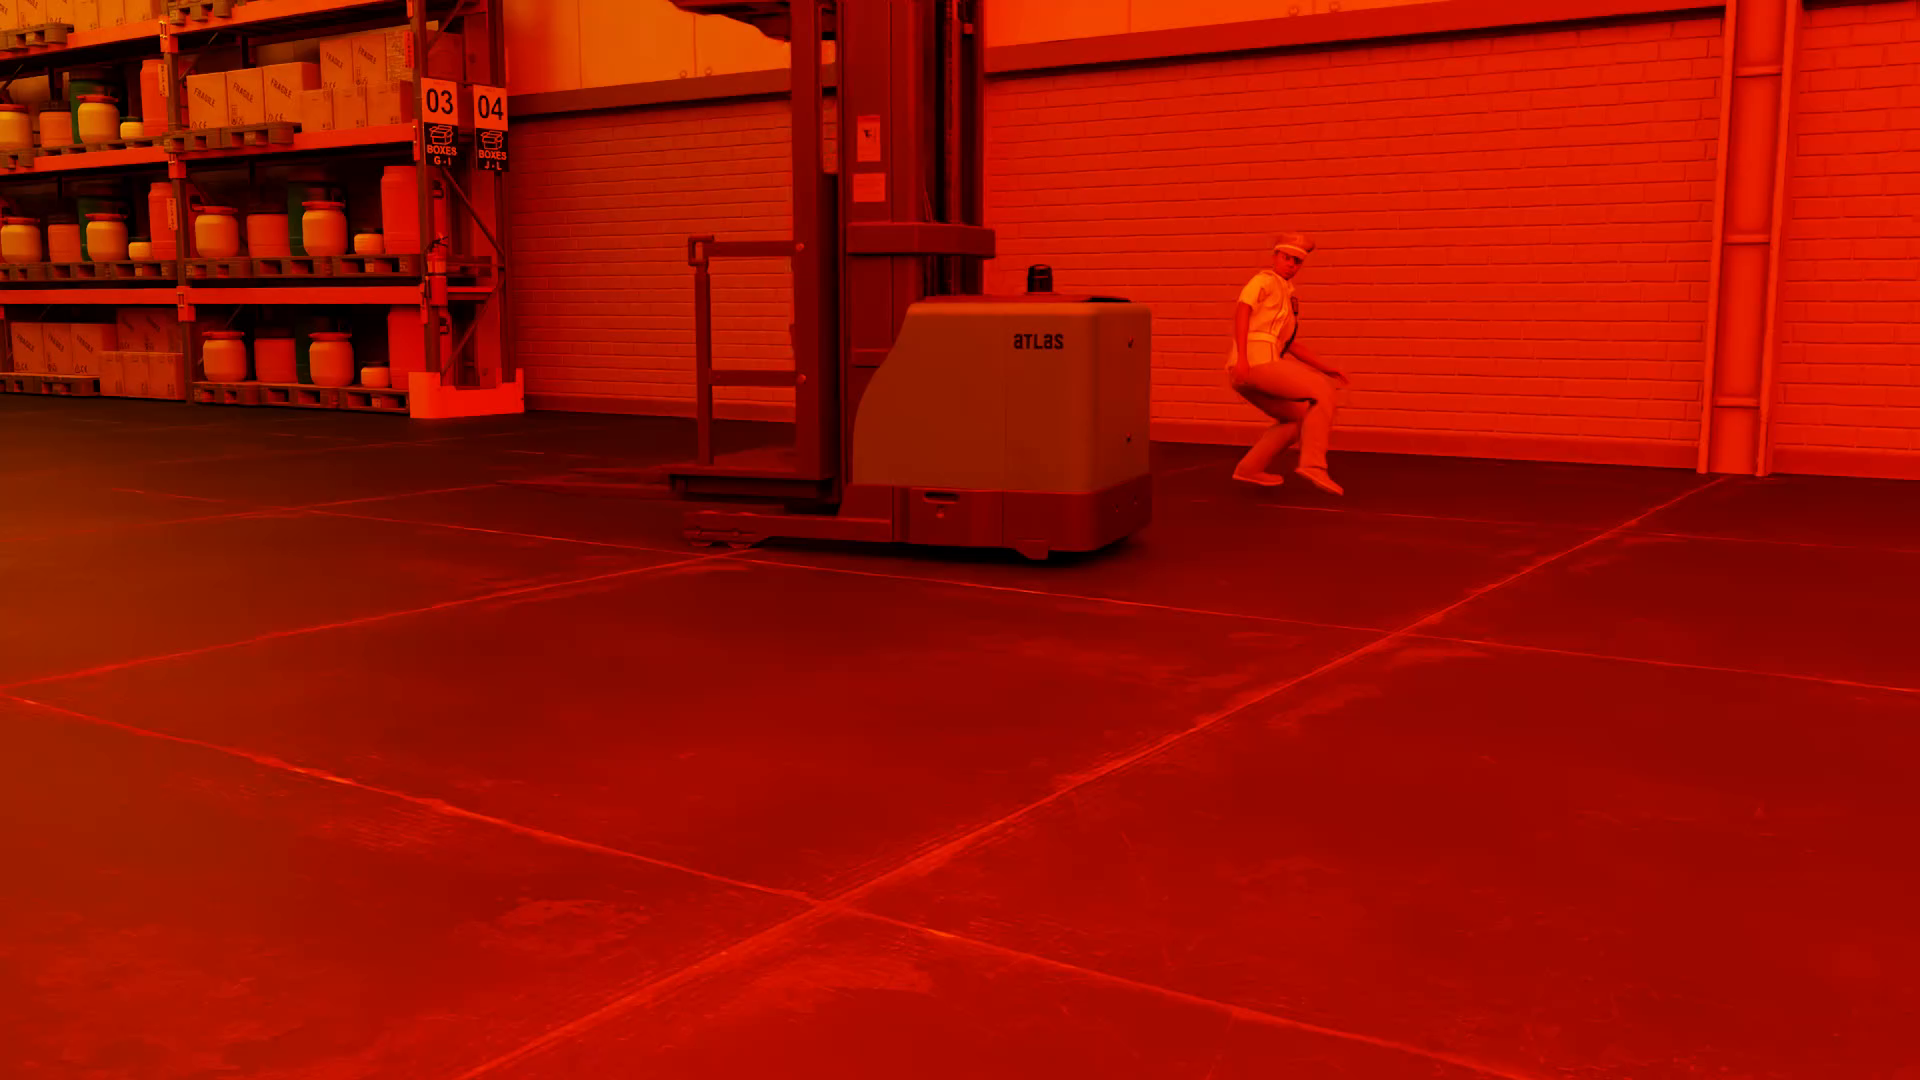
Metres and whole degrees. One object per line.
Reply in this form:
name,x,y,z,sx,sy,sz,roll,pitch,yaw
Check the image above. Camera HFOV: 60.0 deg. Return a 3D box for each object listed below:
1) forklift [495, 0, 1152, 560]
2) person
forklift,-0.696,-1.473,7.551,3.031,2.935,1.130,3,9,21
person,1.835,-0.976,9.276,0.704,1.459,0.687,1,8,6
